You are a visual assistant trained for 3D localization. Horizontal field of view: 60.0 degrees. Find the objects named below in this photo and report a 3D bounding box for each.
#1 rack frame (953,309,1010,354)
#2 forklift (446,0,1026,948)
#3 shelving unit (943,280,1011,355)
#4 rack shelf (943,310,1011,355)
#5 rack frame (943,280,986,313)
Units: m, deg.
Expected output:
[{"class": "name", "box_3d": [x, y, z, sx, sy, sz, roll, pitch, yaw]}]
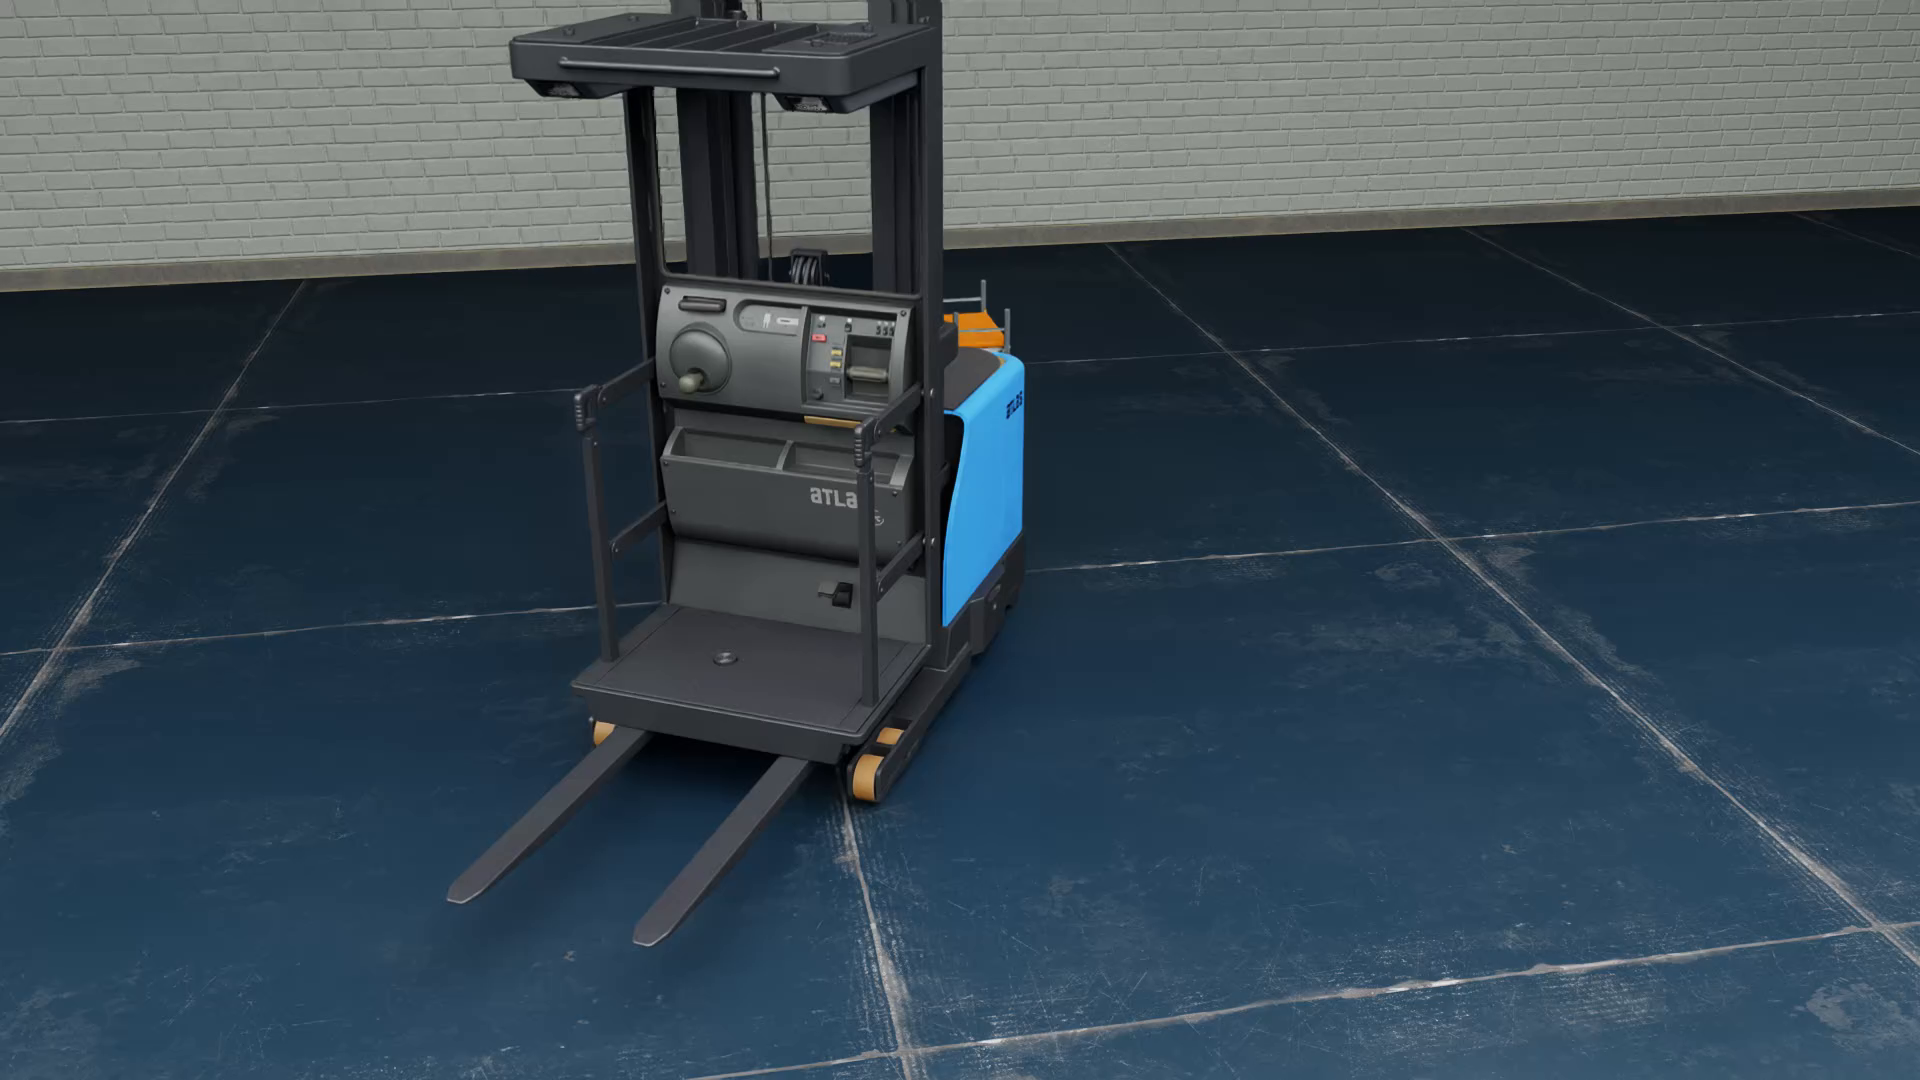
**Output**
[{"class": "rack frame", "box_3d": [0.090, -0.406, 7.180, 0.240, 1.200, 0.015, -4, 24, -10]}, {"class": "forklift", "box_3d": [-0.681, -0.627, 5.524, 1.130, 2.935, 3.031, 8, 25, 17]}, {"class": "shelving unit", "box_3d": [0.043, -0.502, 7.400, 0.258, 1.200, 0.503, -4, 24, -10]}, {"class": "rack shelf", "box_3d": [0.043, -0.862, 7.242, 0.258, 0.148, 0.480, -4, 24, -10]}, {"class": "rack frame", "box_3d": [-0.004, -0.598, 7.619, 0.240, 1.200, 0.015, -4, 24, -10]}]
